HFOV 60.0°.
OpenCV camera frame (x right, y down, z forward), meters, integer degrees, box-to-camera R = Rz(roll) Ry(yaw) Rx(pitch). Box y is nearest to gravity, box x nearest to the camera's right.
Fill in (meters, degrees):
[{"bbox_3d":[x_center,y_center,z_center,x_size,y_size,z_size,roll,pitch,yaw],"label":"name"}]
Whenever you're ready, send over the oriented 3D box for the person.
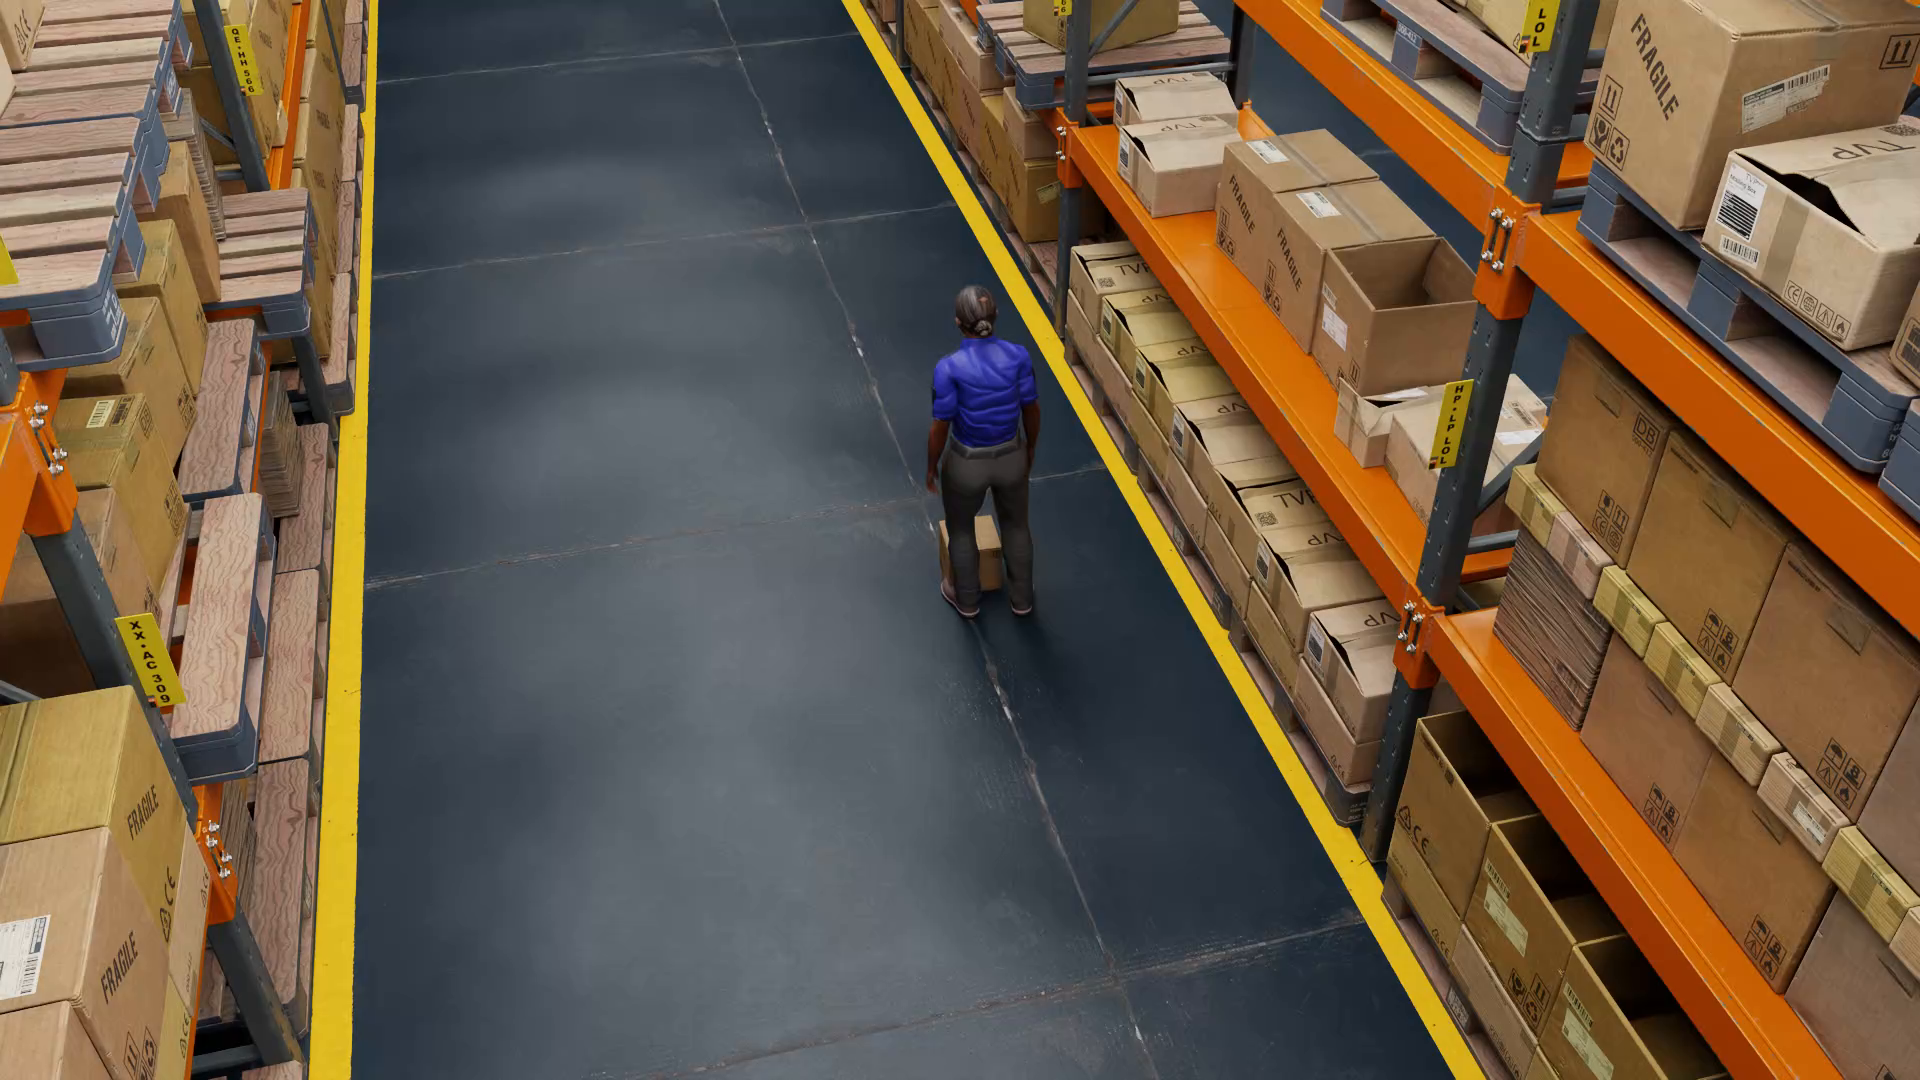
[{"bbox_3d":[0.103,-0.355,7.164,0.531,1.656,0.396,-11,40,-13],"label":"person"}]
